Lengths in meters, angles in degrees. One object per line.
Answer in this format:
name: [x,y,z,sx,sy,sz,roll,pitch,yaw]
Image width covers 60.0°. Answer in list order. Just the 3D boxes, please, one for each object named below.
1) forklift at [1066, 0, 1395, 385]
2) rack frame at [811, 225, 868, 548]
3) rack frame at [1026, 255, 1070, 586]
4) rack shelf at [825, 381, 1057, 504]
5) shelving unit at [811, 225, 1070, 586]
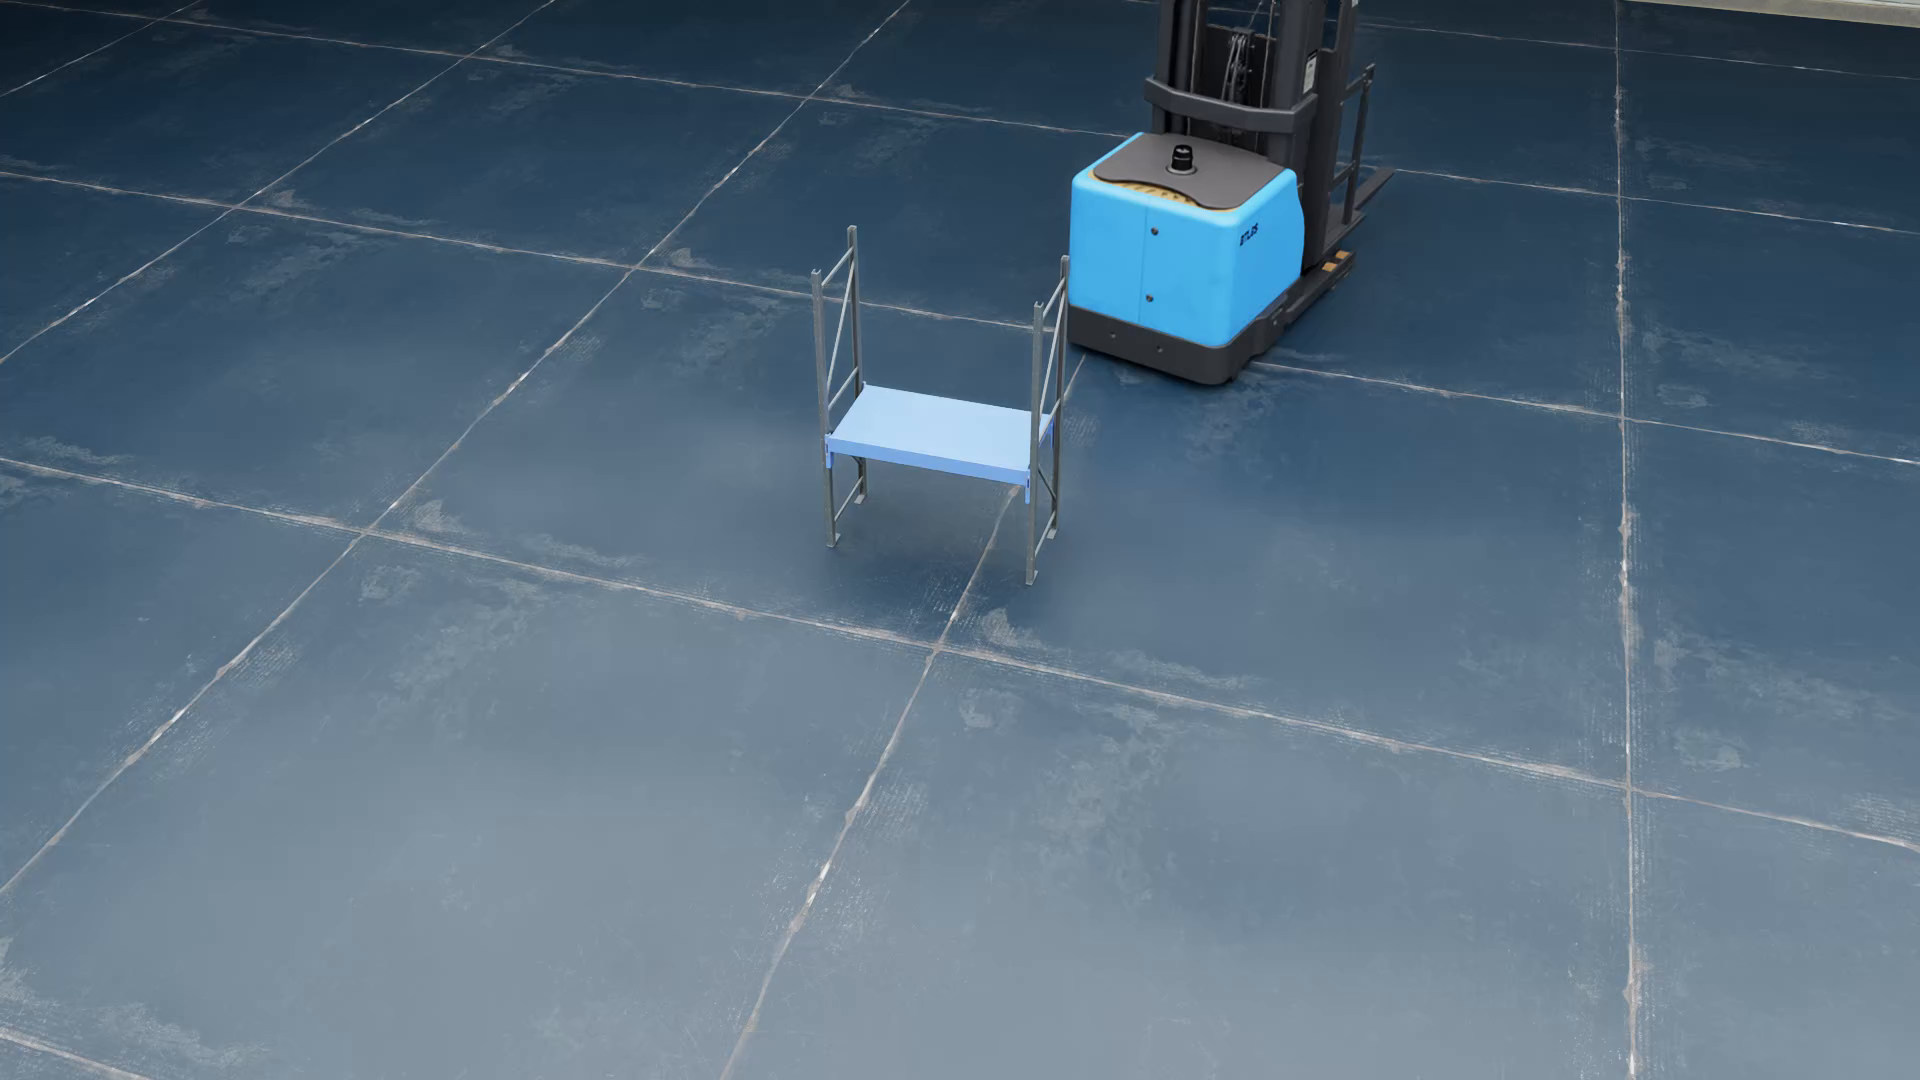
forklift: [1.838,-2.886,9.698,1.130,2.935,3.031,21,41,26]
rack frame: [-0.567,-0.709,7.948,0.032,1.500,0.500,10,38,14]
rack frame: [0.404,-0.529,7.704,0.032,1.500,0.500,10,38,14]
rack shelf: [-0.081,-0.474,7.933,1.000,0.185,0.538,10,38,14]
shelving unit: [-0.081,-0.619,7.826,1.048,1.500,0.538,10,38,14]
